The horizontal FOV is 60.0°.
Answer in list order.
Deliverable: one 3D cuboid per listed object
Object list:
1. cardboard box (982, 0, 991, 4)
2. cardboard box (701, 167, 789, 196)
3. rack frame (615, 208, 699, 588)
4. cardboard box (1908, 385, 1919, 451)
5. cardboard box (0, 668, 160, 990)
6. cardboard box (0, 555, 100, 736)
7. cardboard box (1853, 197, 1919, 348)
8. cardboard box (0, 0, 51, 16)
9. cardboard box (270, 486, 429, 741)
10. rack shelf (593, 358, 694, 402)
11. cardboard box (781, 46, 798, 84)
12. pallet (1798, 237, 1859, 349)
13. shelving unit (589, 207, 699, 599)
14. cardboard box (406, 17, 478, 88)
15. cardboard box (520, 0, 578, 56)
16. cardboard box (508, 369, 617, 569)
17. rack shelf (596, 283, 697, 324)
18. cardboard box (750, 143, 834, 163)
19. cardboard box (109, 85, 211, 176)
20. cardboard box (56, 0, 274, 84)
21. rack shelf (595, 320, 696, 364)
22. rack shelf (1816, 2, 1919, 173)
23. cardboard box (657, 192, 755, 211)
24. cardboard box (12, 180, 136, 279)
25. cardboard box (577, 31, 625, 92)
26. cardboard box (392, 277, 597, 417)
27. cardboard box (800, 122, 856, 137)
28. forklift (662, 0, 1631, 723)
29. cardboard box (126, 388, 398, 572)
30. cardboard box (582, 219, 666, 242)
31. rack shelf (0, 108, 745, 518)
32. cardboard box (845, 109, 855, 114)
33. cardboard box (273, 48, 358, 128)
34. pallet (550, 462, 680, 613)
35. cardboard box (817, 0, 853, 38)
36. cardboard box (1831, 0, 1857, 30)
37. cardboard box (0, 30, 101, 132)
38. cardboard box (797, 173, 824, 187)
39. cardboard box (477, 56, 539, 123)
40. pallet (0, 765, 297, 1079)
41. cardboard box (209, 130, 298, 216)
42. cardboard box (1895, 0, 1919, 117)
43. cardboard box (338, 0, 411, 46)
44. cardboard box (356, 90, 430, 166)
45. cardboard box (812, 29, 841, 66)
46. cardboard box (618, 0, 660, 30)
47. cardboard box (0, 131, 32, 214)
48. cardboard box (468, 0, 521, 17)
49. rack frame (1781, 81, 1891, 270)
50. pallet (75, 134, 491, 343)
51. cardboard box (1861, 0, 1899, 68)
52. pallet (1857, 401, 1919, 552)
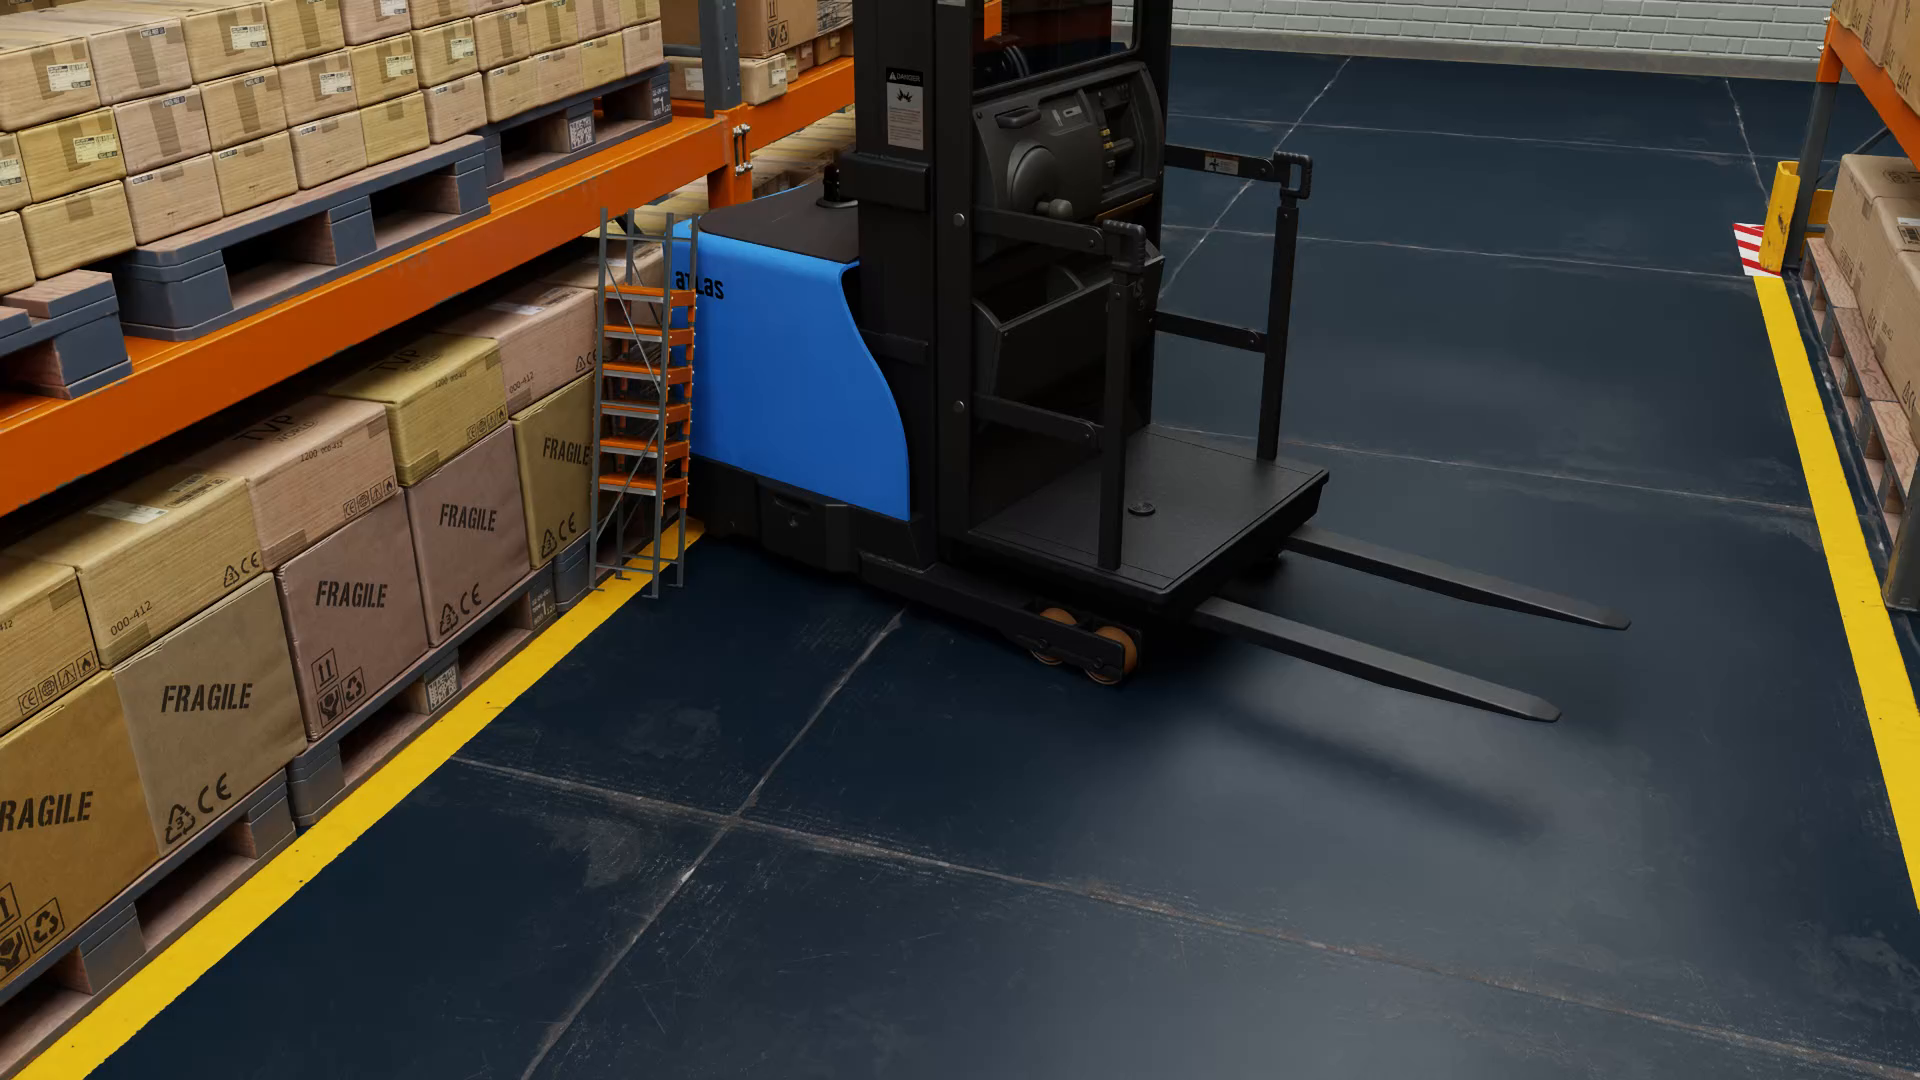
[{"bbox_3d":[-0.026,-2.801,8.382,0.380,0.149,0.250,9,27,19],"label":"cardboard box"},{"bbox_3d":[-1.027,-1.660,7.843,0.380,0.149,0.250,8,27,16],"label":"cardboard box"},{"bbox_3d":[-0.976,-0.446,5.339,0.240,1.200,0.006,7,11,14],"label":"rack frame"},{"bbox_3d":[3.747,-0.358,5.505,0.875,0.438,0.875,8,27,17],"label":"cardboard box"},{"bbox_3d":[-2.120,0.570,3.517,0.500,0.500,0.500,8,27,15],"label":"cardboard box"},{"bbox_3d":[-2.138,0.238,3.342,0.500,0.250,0.500,8,27,15],"label":"cardboard box"},{"bbox_3d":[4.346,-1.096,7.030,0.875,0.438,0.875,9,27,19],"label":"cardboard box"},{"bbox_3d":[-2.433,-1.255,4.023,0.380,0.149,0.250,10,28,20],"label":"cardboard box"},{"bbox_3d":[-1.790,0.152,4.381,0.500,0.500,0.500,8,27,16],"label":"cardboard box"},{"bbox_3d":[-0.995,-0.505,5.237,0.258,0.103,0.180,7,11,14],"label":"rack shelf"},{"bbox_3d":[-0.846,-1.829,6.373,0.380,0.149,0.250,10,27,19],"label":"cardboard box"},{"bbox_3d":[4.575,-1.128,7.838,1.003,0.211,1.213,9,27,17],"label":"pallet"},{"bbox_3d":[-1.001,-0.431,5.252,0.258,1.200,0.189,7,11,14],"label":"shelving unit"},{"bbox_3d":[-1.558,-1.344,4.548,0.380,0.149,0.250,7,27,15],"label":"cardboard box"},{"bbox_3d":[-1.383,-1.564,5.002,0.380,0.149,0.250,10,28,20],"label":"cardboard box"},{"bbox_3d":[-1.445,-0.268,5.249,0.500,0.500,0.500,8,27,16],"label":"cardboard box"},{"bbox_3d":[-0.978,-0.740,5.191,0.258,0.103,0.180,7,11,14],"label":"rack shelf"},{"bbox_3d":[-0.848,-1.864,8.264,0.380,0.149,0.250,9,27,18],"label":"cardboard box"},{"bbox_3d":[-1.905,-0.919,3.672,0.380,0.149,0.250,9,27,18],"label":"cardboard box"},{"bbox_3d":[-1.824,-1.158,3.823,0.380,0.149,0.250,10,27,19],"label":"cardboard box"},{"bbox_3d":[-0.986,-0.622,5.214,0.258,0.103,0.180,7,11,14],"label":"rack shelf"},{"bbox_3d":[4.102,-1.578,6.392,1.077,0.370,4.000,9,27,17],"label":"rack shelf"},{"bbox_3d":[-1.109,-1.423,7.353,0.380,0.149,0.250,10,27,19],"label":"cardboard box"},{"bbox_3d":[-1.990,-0.675,3.508,0.380,0.149,0.250,10,28,20],"label":"cardboard box"},{"bbox_3d":[-1.296,-1.533,5.280,0.380,0.149,0.250,9,27,18],"label":"cardboard box"},{"bbox_3d":[-1.458,-0.605,5.084,0.500,0.250,0.500,10,28,20],"label":"cardboard box"},{"bbox_3d":[-0.616,-2.078,8.706,0.380,0.149,0.250,7,27,15],"label":"cardboard box"},{"bbox_3d":[0.504,-1.159,4.780,3.031,2.935,1.130,18,31,32],"label":"forklift"},{"bbox_3d":[-1.793,-0.172,4.188,0.500,0.250,0.500,9,27,18],"label":"cardboard box"},{"bbox_3d":[-1.345,-1.224,6.943,0.380,0.149,0.250,9,27,18],"label":"cardboard box"},{"bbox_3d":[-1.931,-0.610,4.394,1.077,0.370,4.000,9,27,17],"label":"rack shelf"},{"bbox_3d":[-0.407,-2.276,9.117,0.380,0.149,0.250,9,27,18],"label":"cardboard box"},{"bbox_3d":[-1.733,-1.132,4.112,0.380,0.149,0.250,10,27,19],"label":"cardboard box"},{"bbox_3d":[-1.523,-0.181,5.881,1.003,0.211,1.213,9,27,17],"label":"pallet"},{"bbox_3d":[-0.705,-2.306,6.615,0.500,0.500,0.500,9,27,17],"label":"cardboard box"},{"bbox_3d":[4.337,-2.613,7.589,0.500,0.500,0.500,9,27,17],"label":"cardboard box"},{"bbox_3d":[-1.998,-0.937,3.368,0.380,0.149,0.250,8,27,15],"label":"cardboard box"},{"bbox_3d":[-0.530,-1.584,7.686,0.380,0.149,0.250,8,27,15],"label":"cardboard box"},{"bbox_3d":[-1.465,-1.328,4.857,0.380,0.149,0.250,7,27,15],"label":"cardboard box"},{"bbox_3d":[-2.335,0.822,3.810,1.003,0.211,1.213,9,27,17],"label":"pallet"},{"bbox_3d":[-1.818,-0.888,3.948,0.380,0.149,0.250,9,27,18],"label":"cardboard box"},{"bbox_3d":[3.669,-1.773,5.855,0.500,0.500,0.500,8,27,17],"label":"cardboard box"},{"bbox_3d":[-1.649,-1.371,4.263,0.380,0.149,0.250,8,27,15],"label":"cardboard box"},{"bbox_3d":[-1.641,-1.104,4.395,0.380,0.149,0.250,10,28,20],"label":"cardboard box"},{"bbox_3d":[-0.711,-2.057,6.844,0.380,0.149,0.250,8,27,15],"label":"cardboard box"},{"bbox_3d":[-1.211,-1.774,5.436,0.380,0.149,0.250,10,27,19],"label":"cardboard box"},{"bbox_3d":[-2.072,-0.713,3.246,0.380,0.149,0.250,8,27,16],"label":"cardboard box"},{"bbox_3d":[-1.478,-1.582,4.699,0.380,0.149,0.250,9,27,17],"label":"cardboard box"},{"bbox_3d":[4.767,-2.723,7.933,1.000,3.000,0.127,9,27,17],"label":"rack frame"},{"bbox_3d":[-1.976,-0.845,4.274,1.003,0.211,1.213,9,27,17],"label":"pallet"},{"bbox_3d":[4.009,-2.194,6.725,0.500,0.500,0.500,9,27,17],"label":"cardboard box"},{"bbox_3d":[3.763,-0.126,5.767,1.003,0.211,1.213,9,27,17],"label":"pallet"}]
